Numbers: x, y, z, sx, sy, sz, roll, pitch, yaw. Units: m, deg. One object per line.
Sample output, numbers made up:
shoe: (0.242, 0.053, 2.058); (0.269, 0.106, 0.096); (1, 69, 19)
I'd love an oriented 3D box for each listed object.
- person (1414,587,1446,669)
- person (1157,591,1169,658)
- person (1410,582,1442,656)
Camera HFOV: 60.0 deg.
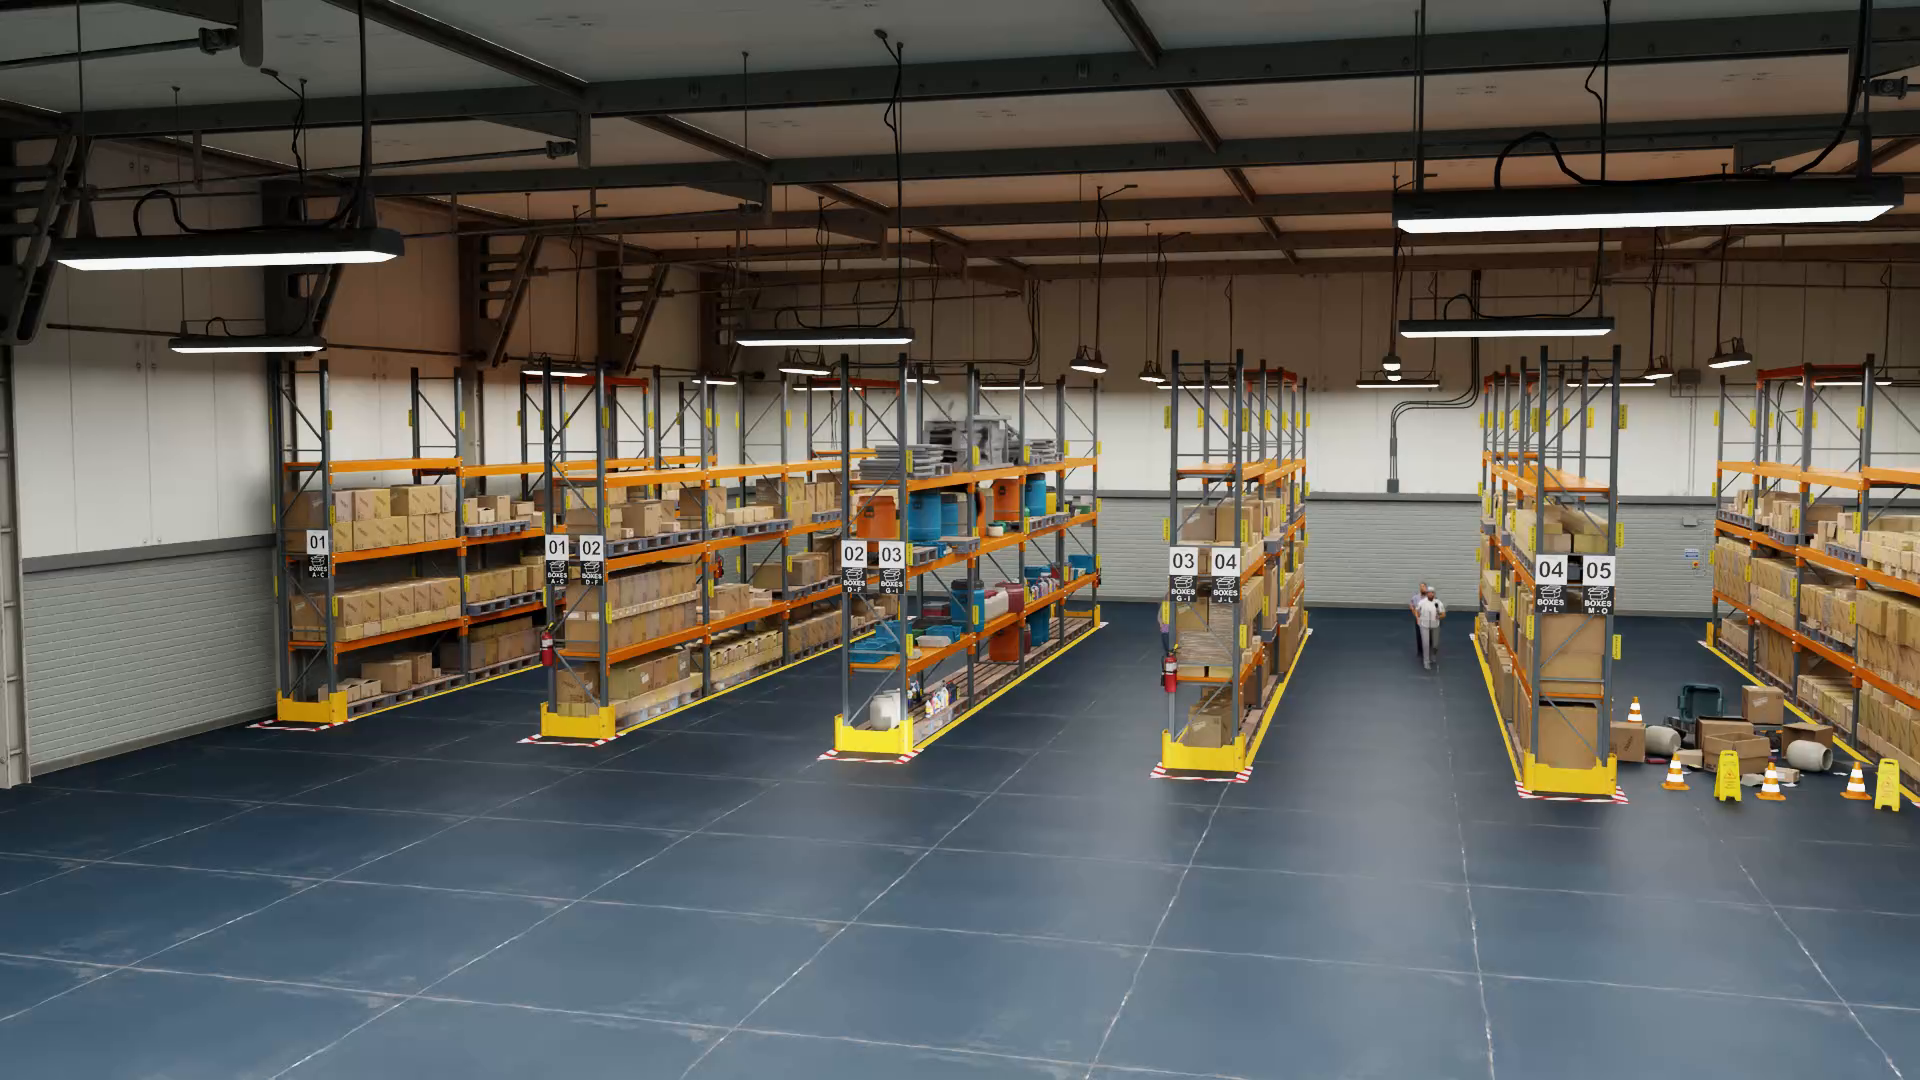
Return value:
person: (9.509, 1.765, 33.656); (0.620, 1.634, 0.782); (1, 4, 13)
person: (3.898, 1.716, 30.815); (0.512, 1.565, 0.491); (1, 4, 12)
person: (9.742, 1.680, 34.834); (0.606, 1.590, 0.811); (2, 4, 21)
